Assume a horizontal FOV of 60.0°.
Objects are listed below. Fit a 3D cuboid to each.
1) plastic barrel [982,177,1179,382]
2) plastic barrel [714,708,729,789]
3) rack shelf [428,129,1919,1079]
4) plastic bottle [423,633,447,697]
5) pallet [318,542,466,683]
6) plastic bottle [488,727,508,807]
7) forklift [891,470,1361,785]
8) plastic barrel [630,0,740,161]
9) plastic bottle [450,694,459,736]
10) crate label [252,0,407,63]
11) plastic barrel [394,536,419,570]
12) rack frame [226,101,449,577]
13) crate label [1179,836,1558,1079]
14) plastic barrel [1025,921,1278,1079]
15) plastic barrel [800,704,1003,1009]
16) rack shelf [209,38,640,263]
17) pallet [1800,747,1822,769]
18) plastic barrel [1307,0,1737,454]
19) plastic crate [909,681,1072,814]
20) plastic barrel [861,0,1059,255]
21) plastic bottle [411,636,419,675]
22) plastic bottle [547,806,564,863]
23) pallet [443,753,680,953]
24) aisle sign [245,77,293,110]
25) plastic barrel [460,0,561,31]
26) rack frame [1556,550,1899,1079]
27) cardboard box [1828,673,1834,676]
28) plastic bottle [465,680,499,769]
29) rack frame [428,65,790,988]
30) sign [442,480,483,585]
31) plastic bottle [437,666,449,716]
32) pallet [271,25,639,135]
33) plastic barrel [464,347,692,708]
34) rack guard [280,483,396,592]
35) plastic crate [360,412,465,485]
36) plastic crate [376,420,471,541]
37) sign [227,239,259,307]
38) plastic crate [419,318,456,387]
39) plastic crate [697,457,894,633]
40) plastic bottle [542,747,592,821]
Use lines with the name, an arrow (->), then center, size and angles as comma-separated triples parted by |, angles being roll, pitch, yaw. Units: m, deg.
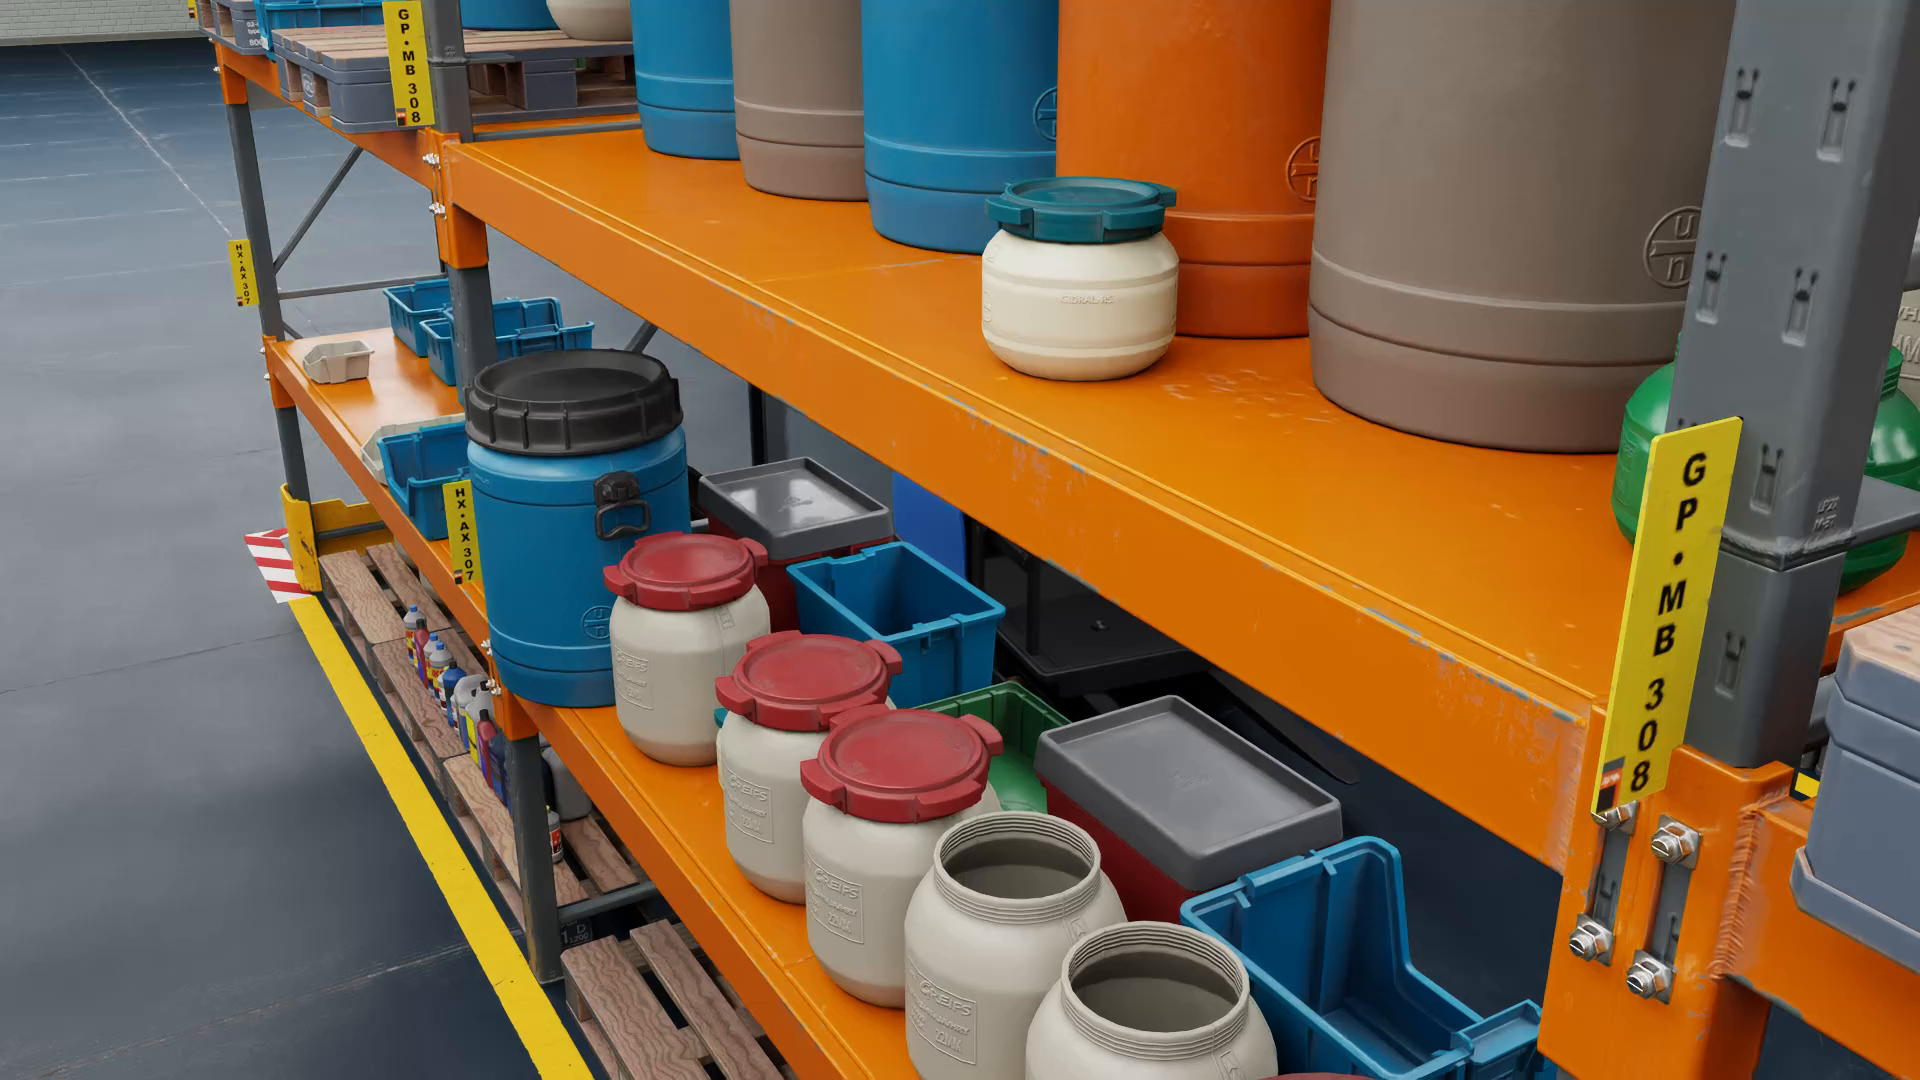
plastic barrel -> 0.180, -0.394, 2.498 | 0.301, 0.262, 0.301 | 0, 22, 0
plastic barrel -> -0.469, 0.525, 4.219 | 0.301, 0.262, 0.301 | 0, 22, 0
rack shelf -> 0.008, -0.406, 3.298 | 1.077, 0.370, 4.000 | -13, 25, -28
plastic bottle -> -2.223, 0.526, 7.072 | 0.097, 0.271, 0.097 | 0, 22, 0
pallet -> -2.567, 0.280, 8.343 | 1.003, 0.211, 1.213 | -13, 25, -28
plastic bottle -> -1.688, 0.811, 6.265 | 0.144, 0.351, 0.185 | -14, 26, -31
forklift -> 0.668, -0.699, 7.139 | 1.130, 2.935, 3.031 | -9, 24, -21
plastic barrel -> -0.567, -1.496, 4.359 | 0.600, 0.901, 0.708 | -13, 25, -28
plastic bottle -> -2.017, 0.690, 6.763 | 0.097, 0.201, 0.097 | 0, 22, 0
crate label -> -2.384, -1.943, 6.322 | 0.502, 0.251, 0.408 | -13, 25, -28
plastic barrel -> -2.655, -0.135, 8.407 | 0.421, 0.512, 0.421 | 0, 22, 0
rack frame -> -3.057, -1.292, 8.506 | 1.000, 3.000, 0.127 | -13, 25, -28
crate label -> 0.755, 0.908, 3.047 | 0.502, 0.435, 0.616 | -13, 25, -28
plastic barrel -> 0.321, 0.954, 2.832 | 0.421, 0.512, 0.421 | 0, 22, 0
plastic barrel -> -0.117, 0.670, 3.500 | 0.433, 0.535, 0.433 | 0, 22, 0
rack shelf -> -2.035, -1.701, 6.484 | 1.077, 0.370, 4.000 | -13, 25, -28
pallet -> 3.657, 0.574, 7.618 | 1.003, 0.211, 1.213 | -13, 25, -28
plastic barrel -> 0.797, -0.631, 2.232 | 0.600, 0.901, 0.600 | 0, 22, 0
plastic crate -> 0.119, 0.611, 4.107 | 0.450, 0.188, 0.662 | -13, 25, -28
plastic barrel -> 0.101, -1.072, 3.317 | 0.600, 0.901, 0.708 | -13, 25, -28
plastic bottle -> -2.345, 0.481, 7.276 | 0.097, 0.201, 0.097 | 0, 22, 0
plastic bottle -> -1.467, 1.038, 5.906 | 0.097, 0.201, 0.097 | 0, 22, 0
pallet -> -1.321, 1.070, 6.400 | 1.003, 0.211, 1.213 | -13, 25, -28
aisle sign -> -3.345, -2.463, 7.935 | 0.394, 0.787, 0.004 | -13, 25, -28
plastic barrel -> -1.430, -2.156, 5.425 | 0.600, 0.901, 0.708 | -13, 25, -28
rack frame -> 1.030, 1.298, 2.134 | 1.000, 3.000, 0.127 | -13, 25, -28
cardboard box -> 3.761, 0.383, 6.734 | 0.500, 0.311, 0.500 | -14, 26, -30
plastic bottle -> -1.853, 0.707, 6.523 | 0.144, 0.351, 0.185 | -13, 25, -29
rack frame -> -1.013, 0.003, 5.320 | 1.000, 3.000, 0.127 | -13, 25, -28
sign -> -1.492, -0.023, 5.016 | 0.100, 0.325, 0.005 | -13, 25, -28
plastic bottle -> -2.122, 0.623, 6.927 | 0.097, 0.201, 0.097 | 0, 22, 0
pallet -> -1.466, -1.514, 5.319 | 1.213, 0.211, 1.003 | -13, 25, -28
plastic barrel -> -1.076, -0.046, 4.775 | 0.600, 0.901, 0.708 | -13, 25, -28
rack guard -> -2.977, -0.118, 8.938 | 1.175, 0.500, 0.348 | -13, 25, -28
plastic crate -> -2.060, -0.352, 6.543 | 0.530, 0.136, 0.437 | -13, 25, -28
plastic crate -> -1.812, -0.234, 6.101 | 0.499, 0.251, 0.616 | -13, 25, -28
sign -> -3.532, -1.315, 8.197 | 0.100, 0.325, 0.005 | -13, 25, -28
plastic crate -> -2.217, -0.907, 7.757 | 0.499, 0.251, 0.408 | -13, 25, -28
plastic crate -> -0.503, 0.071, 5.067 | 0.402, 0.464, 0.583 | -13, 25, -28
plastic bottle -> -1.466, 0.846, 6.181 | 0.144, 0.351, 0.185 | -13, 25, -28
